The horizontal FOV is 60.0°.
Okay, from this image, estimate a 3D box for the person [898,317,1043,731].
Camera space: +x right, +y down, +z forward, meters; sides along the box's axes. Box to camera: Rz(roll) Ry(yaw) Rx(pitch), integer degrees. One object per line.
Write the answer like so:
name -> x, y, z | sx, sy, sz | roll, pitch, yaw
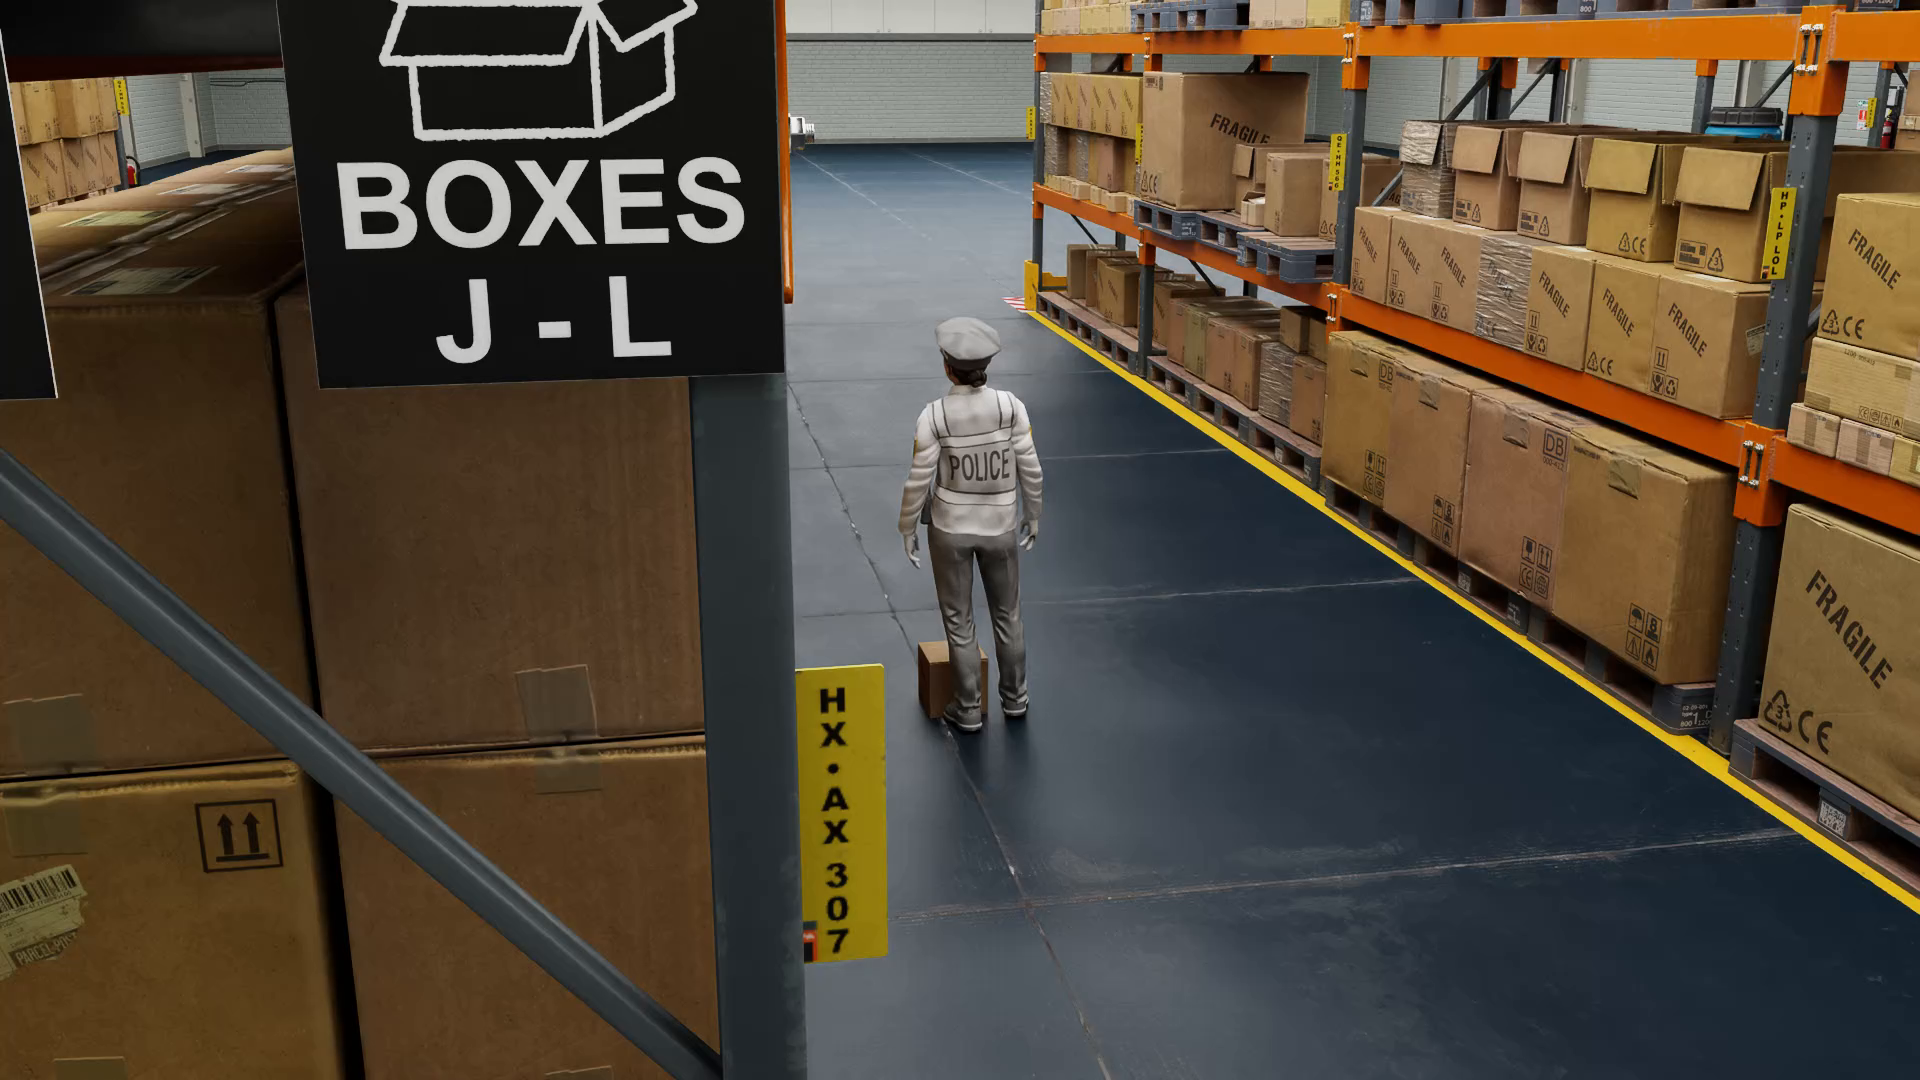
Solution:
person -> 0.037, -0.060, 6.649 | 0.587, 1.694, 0.530 | -3, 17, -11
